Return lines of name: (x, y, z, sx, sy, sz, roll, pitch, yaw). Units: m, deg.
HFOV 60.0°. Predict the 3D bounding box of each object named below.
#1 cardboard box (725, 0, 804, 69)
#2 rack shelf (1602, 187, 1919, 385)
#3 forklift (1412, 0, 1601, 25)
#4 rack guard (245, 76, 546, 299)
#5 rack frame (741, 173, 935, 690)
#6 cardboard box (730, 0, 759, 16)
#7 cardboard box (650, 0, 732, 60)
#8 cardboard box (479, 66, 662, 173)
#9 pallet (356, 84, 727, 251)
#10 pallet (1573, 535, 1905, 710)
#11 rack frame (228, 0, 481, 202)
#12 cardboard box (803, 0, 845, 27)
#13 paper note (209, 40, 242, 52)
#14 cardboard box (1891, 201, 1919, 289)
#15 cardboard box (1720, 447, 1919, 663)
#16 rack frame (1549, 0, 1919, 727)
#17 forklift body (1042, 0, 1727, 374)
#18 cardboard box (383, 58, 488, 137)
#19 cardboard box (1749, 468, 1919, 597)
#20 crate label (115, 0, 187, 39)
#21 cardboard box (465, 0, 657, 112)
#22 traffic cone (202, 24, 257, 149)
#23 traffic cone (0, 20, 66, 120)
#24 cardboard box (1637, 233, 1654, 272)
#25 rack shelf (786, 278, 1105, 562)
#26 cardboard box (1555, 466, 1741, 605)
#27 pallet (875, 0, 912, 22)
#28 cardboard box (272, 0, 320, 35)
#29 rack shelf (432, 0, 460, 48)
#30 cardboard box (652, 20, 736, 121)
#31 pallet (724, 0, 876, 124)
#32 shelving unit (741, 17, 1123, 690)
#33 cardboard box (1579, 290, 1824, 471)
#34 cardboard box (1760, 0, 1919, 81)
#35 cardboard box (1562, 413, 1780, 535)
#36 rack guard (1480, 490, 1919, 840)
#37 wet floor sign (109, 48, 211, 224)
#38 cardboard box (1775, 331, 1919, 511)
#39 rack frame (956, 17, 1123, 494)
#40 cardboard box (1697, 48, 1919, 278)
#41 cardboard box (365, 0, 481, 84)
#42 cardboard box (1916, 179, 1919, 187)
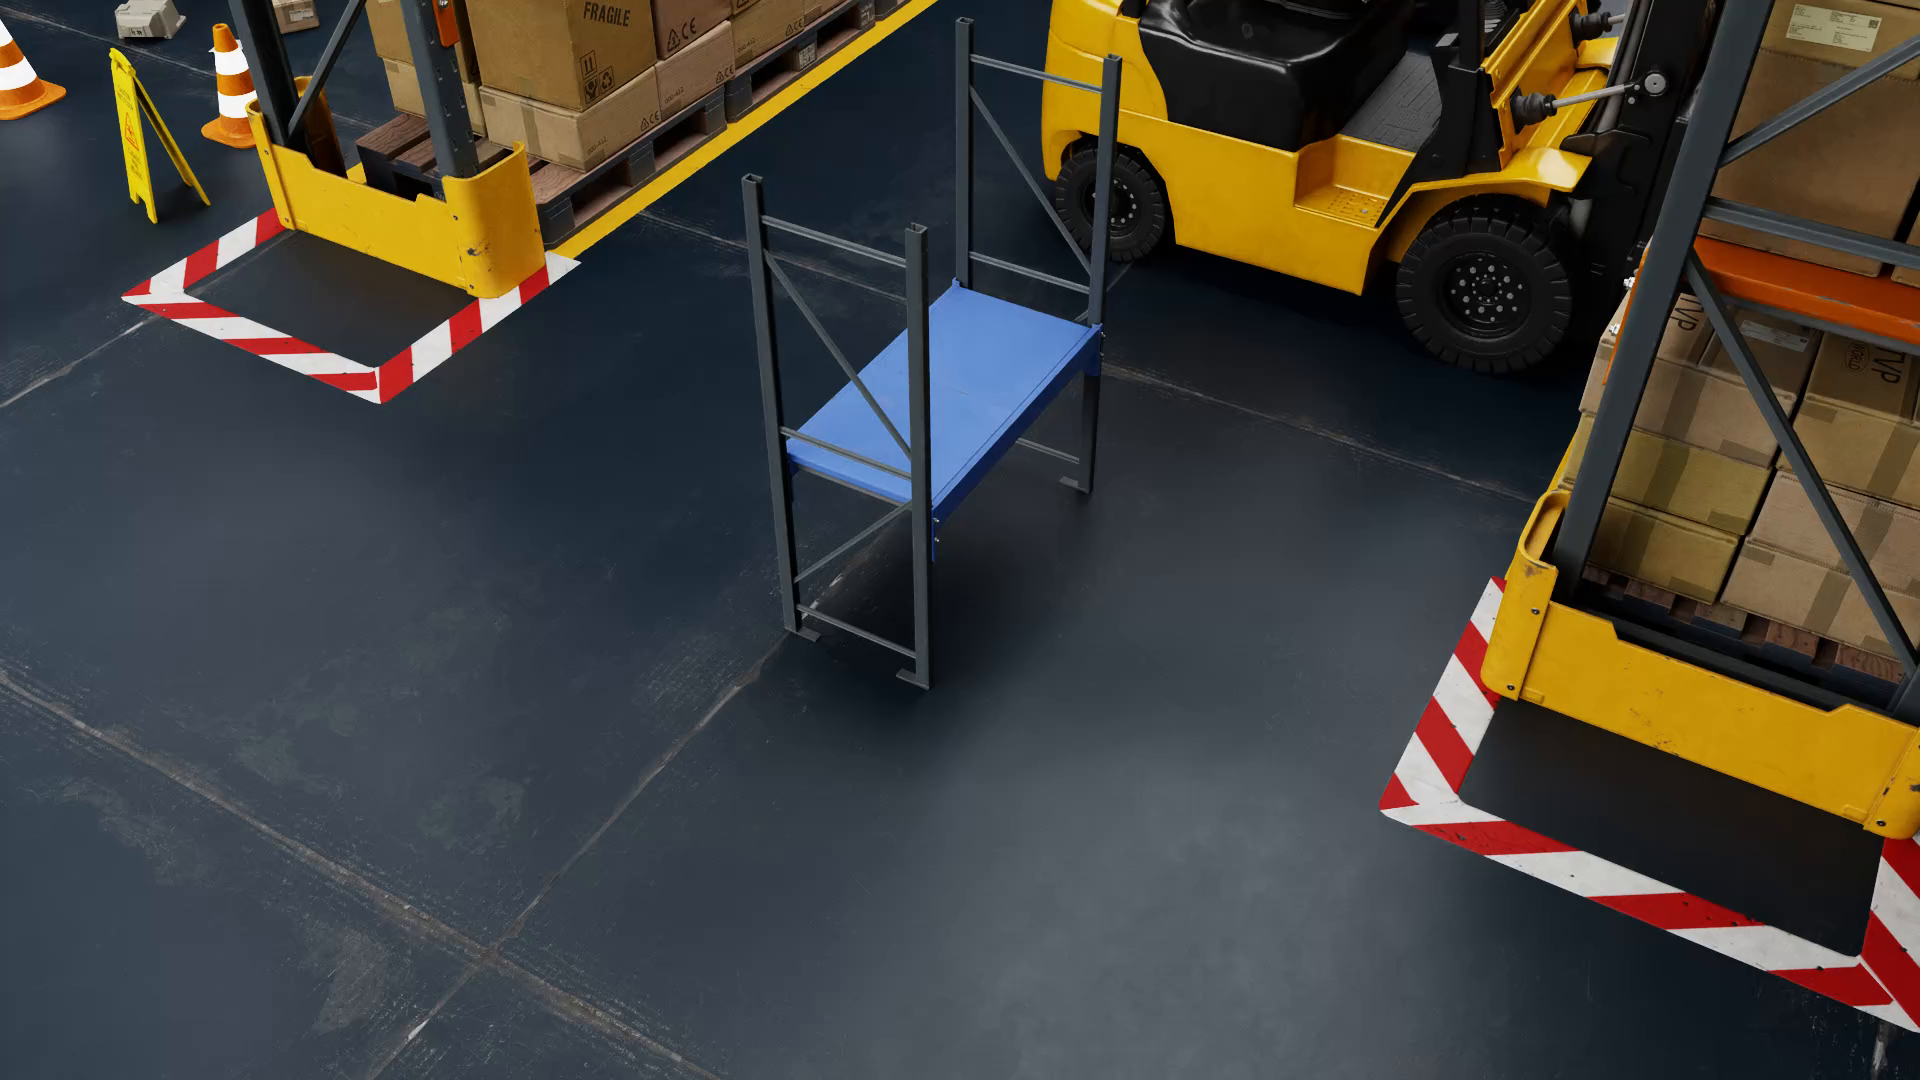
cardboard box: (-1.050, -2.371, 7.435, 0.500, 0.250, 0.500, 24, 47, 25)
rack shelf: (3.083, -1.504, 5.232, 1.077, 0.370, 4.000, 21, 45, 22)
forklift: (1.559, -3.859, 7.414, 3.031, 2.935, 1.130, -1, 41, -1)
rack guard: (-2.179, -1.374, 6.432, 1.175, 0.500, 0.348, 21, 45, 22)
rack frame: (-0.297, -0.223, 4.369, 0.500, 1.500, 0.032, 21, 45, 22)
cardboard box: (-1.047, -2.645, 7.179, 0.500, 0.500, 0.500, 22, 46, 23)
cardboard box: (-1.305, -2.360, 6.856, 0.500, 0.500, 0.500, 19, 45, 21)
cardboard box: (-1.574, -1.765, 6.747, 0.500, 0.250, 0.500, 21, 45, 22)
pallet: (-1.742, -1.719, 7.042, 1.003, 0.211, 1.213, 21, 45, 22)
pallet: (2.429, -0.034, 5.129, 1.003, 0.211, 1.213, 21, 45, 22)
rack frame: (-2.217, -2.269, 5.557, 1.000, 3.000, 0.127, 21, 45, 22)
cardboard box: (-0.795, -2.659, 7.762, 0.500, 0.250, 0.500, 22, 46, 23)
paper note: (-3.468, -2.354, 7.900, 0.148, 0.019, 0.142, 7, 42, 8)
cardboard box: (2.571, -0.858, 3.880, 0.500, 0.500, 0.500, 22, 46, 23)
cardboard box: (2.497, 0.029, 4.711, 0.500, 0.250, 0.500, 21, 46, 22)
rack frame: (2.082, -0.629, 3.695, 1.000, 3.000, 0.127, 21, 45, 22)
forklift body: (1.452, -1.999, 5.893, 2.313, 2.155, 1.214, 21, 45, 22)
cardboard box: (-2.034, -1.960, 6.969, 0.500, 0.250, 0.500, 21, 45, 22)
cardboard box: (2.497, -0.143, 4.527, 0.500, 0.250, 0.500, 22, 46, 23)
crate label: (-3.910, -2.510, 7.997, 0.250, 0.136, 0.298, 0, 41, 0)
cardboard box: (-1.563, -2.060, 6.515, 0.500, 0.500, 0.500, 19, 45, 21)
traffic cone: (-3.119, -1.989, 7.159, 0.336, 0.463, 0.334, 21, 45, 22)
traffic cone: (-4.250, -2.162, 7.355, 0.336, 0.463, 0.334, 21, 45, 22)
cardboard box: (2.293, -0.791, 4.885, 0.500, 0.250, 0.500, 22, 46, 23)
rack shelf: (-0.043, -0.379, 4.818, 0.538, 0.185, 1.000, 21, 45, 22)
cardboard box: (2.044, -0.128, 4.889, 0.500, 0.250, 0.500, 21, 46, 22)
pallet: (-0.521, -3.115, 8.628, 1.003, 0.211, 1.213, 21, 45, 22)
cardboard box: (-3.311, -2.617, 8.109, 0.250, 0.149, 0.380, -21, 45, -22)
rack shelf: (-1.216, -3.143, 7.094, 1.077, 0.370, 4.000, 21, 45, 22)
cardboard box: (-1.312, -2.054, 7.076, 0.500, 0.250, 0.500, 23, 46, 24)
pallet: (-1.131, -2.414, 7.832, 1.003, 0.211, 1.213, 21, 45, 22)
shelving unit: (-0.043, -0.514, 4.699, 0.538, 1.500, 1.048, 21, 45, 22)
cardboard box: (2.043, -0.497, 4.551, 0.500, 0.250, 0.500, 22, 46, 23)
cardboard box: (2.013, -1.201, 3.778, 0.380, 0.149, 0.250, 22, 46, 23)
cardboard box: (2.055, -0.325, 4.733, 0.500, 0.250, 0.500, 20, 45, 22)
rack guard: (2.070, 0.322, 4.506, 1.175, 0.500, 0.348, 21, 45, 22)
wet floor sign: (-3.239, -1.630, 6.613, 0.232, 0.644, 0.267, -29, 49, -29)
cardboard box: (2.487, -0.343, 4.376, 0.500, 0.250, 0.500, 20, 45, 21)
rack frame: (0.212, -0.805, 5.029, 0.500, 1.500, 0.032, 21, 45, 22)
cardboard box: (2.101, -1.035, 4.080, 0.500, 0.500, 0.500, 20, 45, 21)
cardboard box: (-2.042, -2.221, 6.697, 0.500, 0.500, 0.500, 21, 46, 22)
cardboard box: (2.812, -1.164, 4.226, 0.500, 0.500, 0.500, 22, 46, 23)
